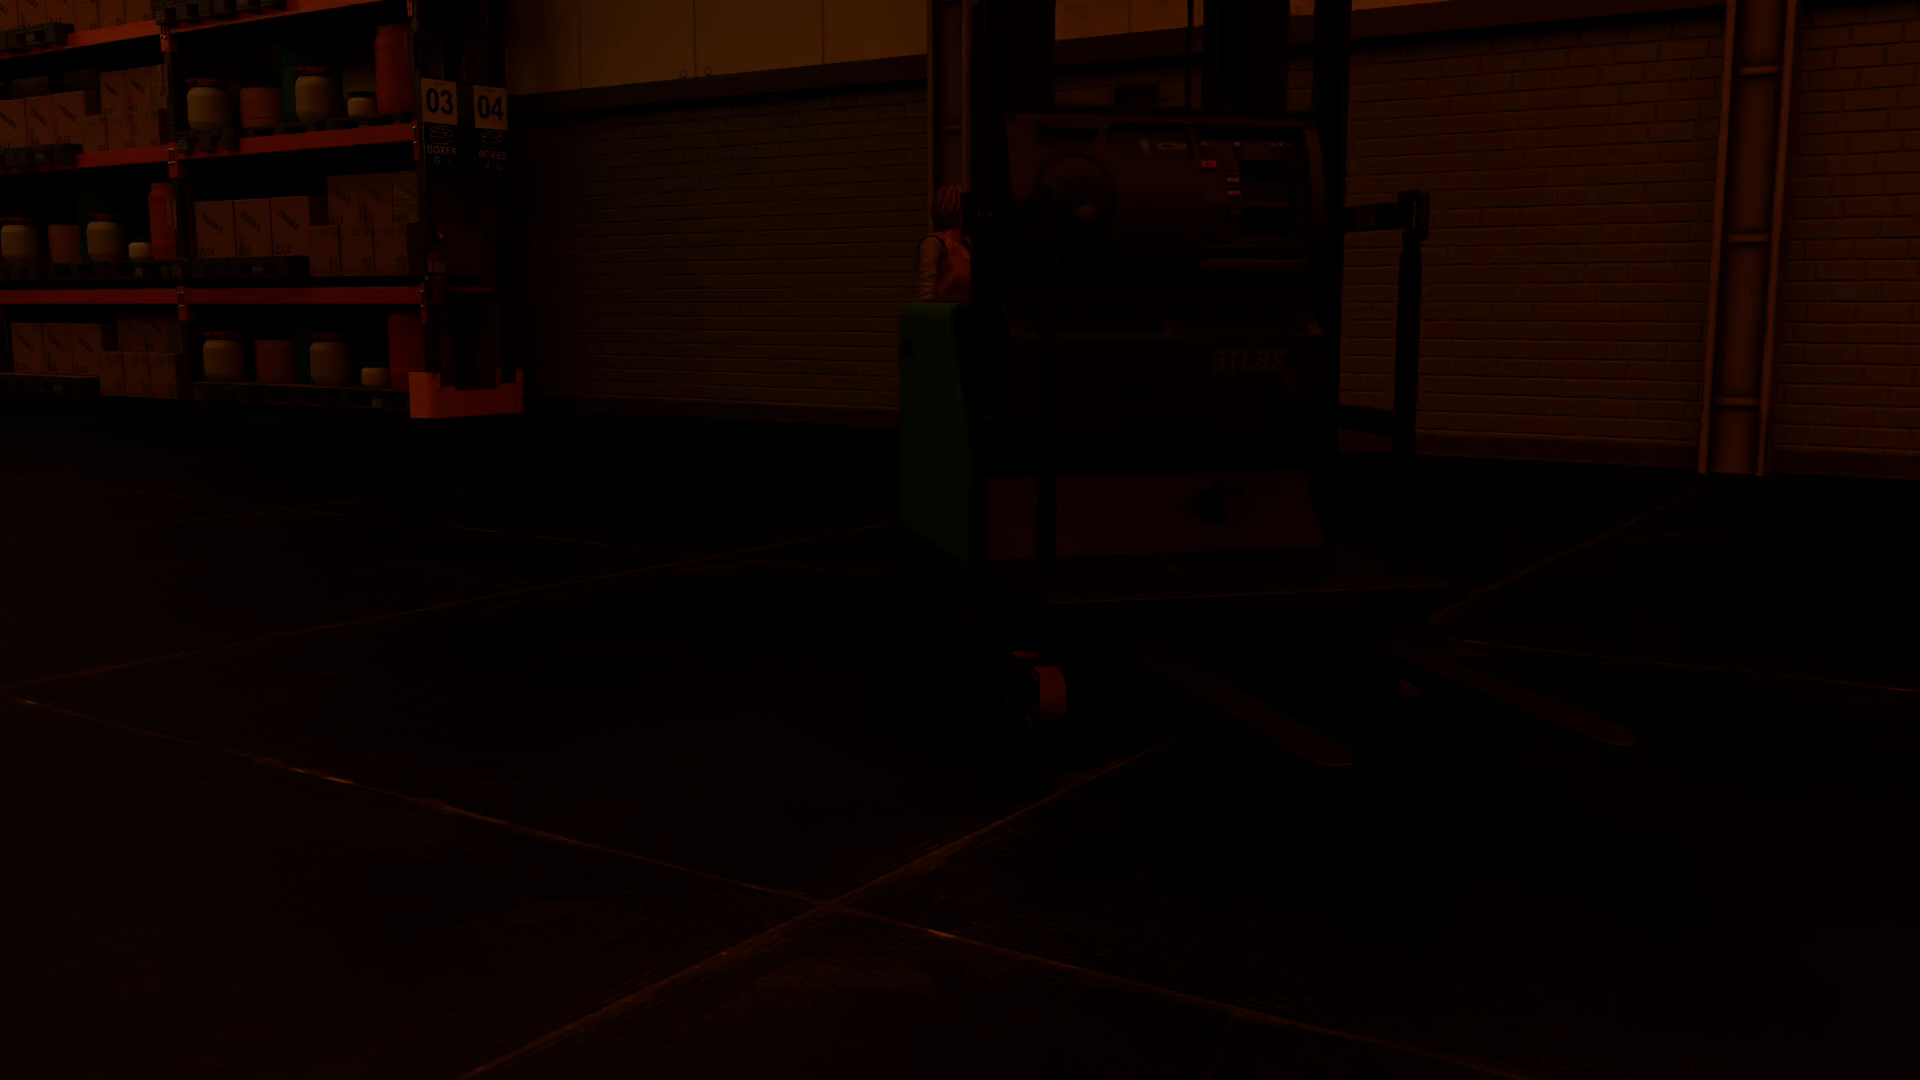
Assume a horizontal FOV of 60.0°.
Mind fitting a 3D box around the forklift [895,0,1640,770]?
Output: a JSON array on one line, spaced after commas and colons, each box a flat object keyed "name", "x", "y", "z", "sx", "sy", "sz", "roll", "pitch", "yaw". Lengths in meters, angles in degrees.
[{"name": "forklift", "x": 0.631, "y": -1.030, "z": 4.433, "sx": 1.130, "sy": 2.935, "sz": 3.031, "roll": -2, "pitch": 8, "yaw": -14}]

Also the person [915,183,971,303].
[{"name": "person", "x": 0.054, "y": -0.791, "z": 7.437, "sx": 0.473, "sy": 1.599, "sz": 0.520, "roll": 5, "pitch": 10, "yaw": 34}]
